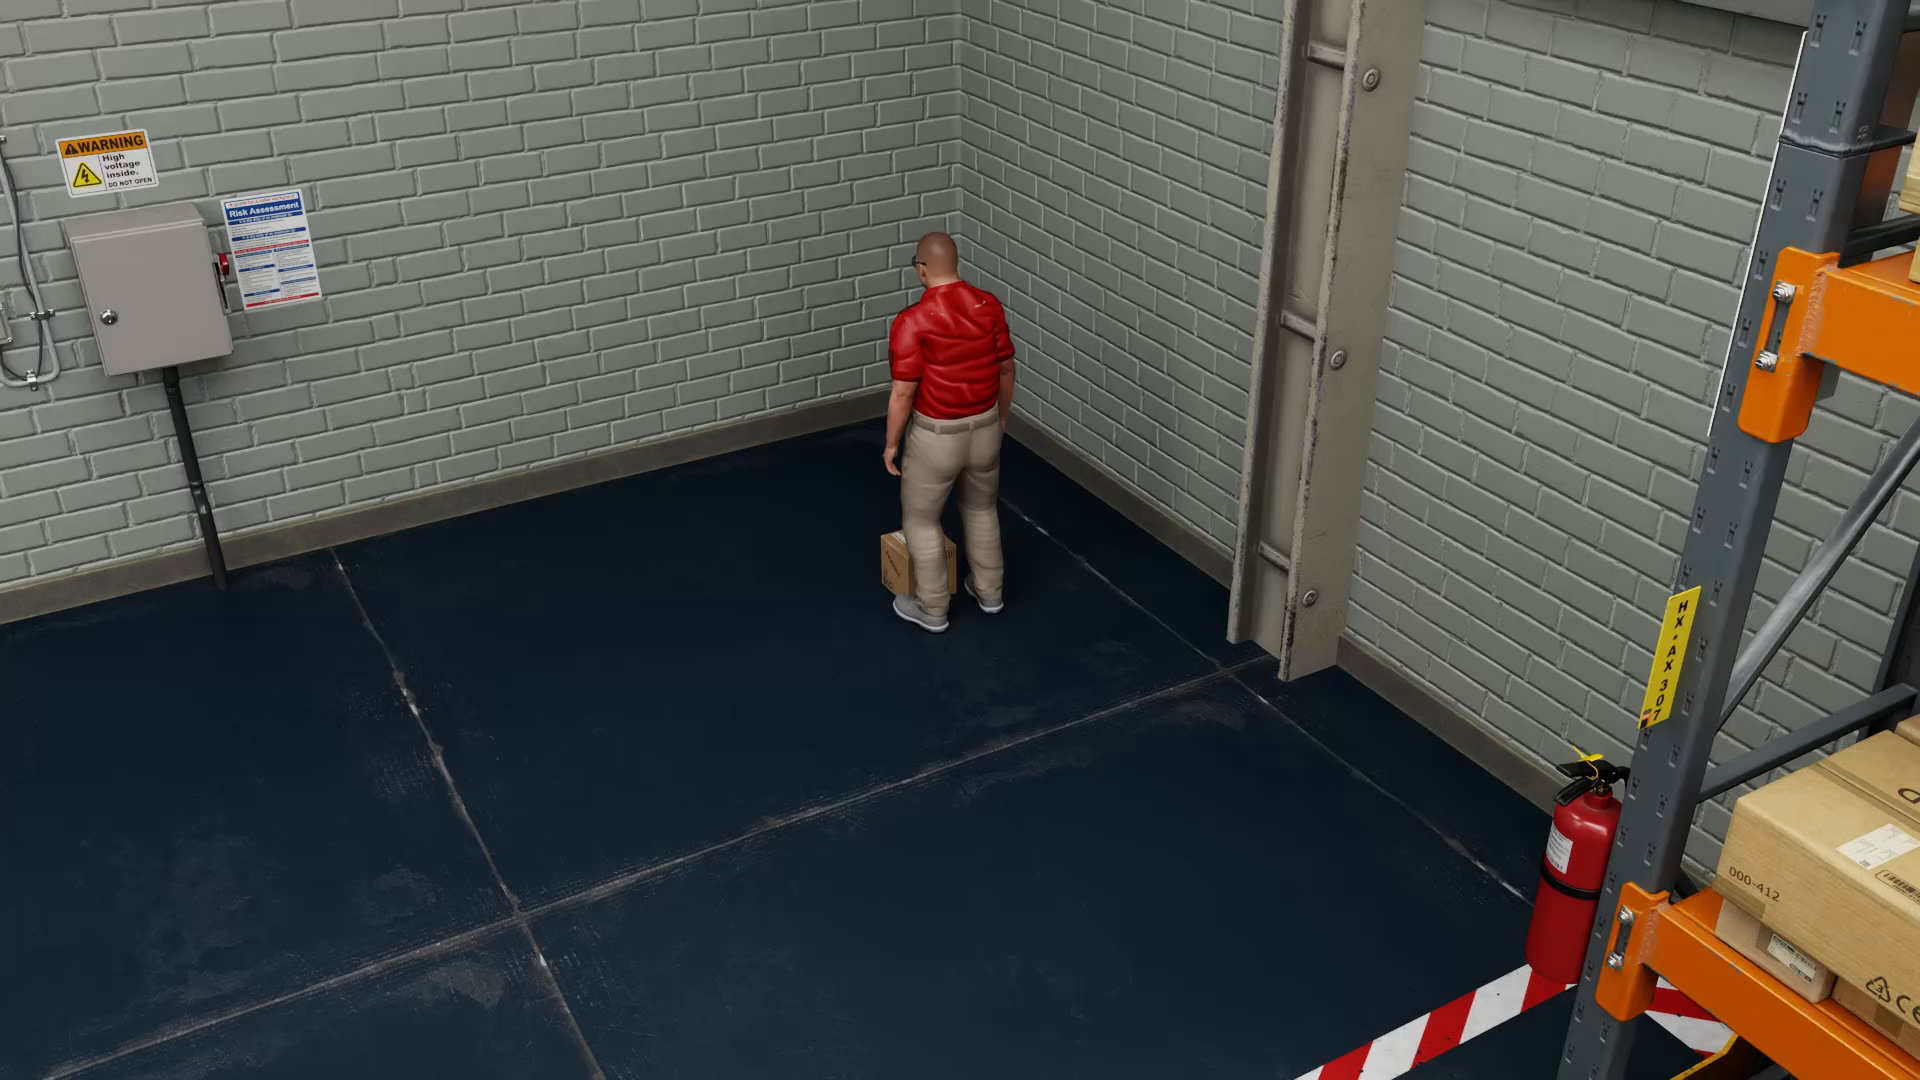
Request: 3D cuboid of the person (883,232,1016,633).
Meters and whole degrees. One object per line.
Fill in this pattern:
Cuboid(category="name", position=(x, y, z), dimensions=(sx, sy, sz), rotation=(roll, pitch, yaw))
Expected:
Cuboid(category="person", position=(-0.048, -0.437, 6.933), dimensions=(0.587, 1.727, 0.394), rotation=(-16, 32, -26))
